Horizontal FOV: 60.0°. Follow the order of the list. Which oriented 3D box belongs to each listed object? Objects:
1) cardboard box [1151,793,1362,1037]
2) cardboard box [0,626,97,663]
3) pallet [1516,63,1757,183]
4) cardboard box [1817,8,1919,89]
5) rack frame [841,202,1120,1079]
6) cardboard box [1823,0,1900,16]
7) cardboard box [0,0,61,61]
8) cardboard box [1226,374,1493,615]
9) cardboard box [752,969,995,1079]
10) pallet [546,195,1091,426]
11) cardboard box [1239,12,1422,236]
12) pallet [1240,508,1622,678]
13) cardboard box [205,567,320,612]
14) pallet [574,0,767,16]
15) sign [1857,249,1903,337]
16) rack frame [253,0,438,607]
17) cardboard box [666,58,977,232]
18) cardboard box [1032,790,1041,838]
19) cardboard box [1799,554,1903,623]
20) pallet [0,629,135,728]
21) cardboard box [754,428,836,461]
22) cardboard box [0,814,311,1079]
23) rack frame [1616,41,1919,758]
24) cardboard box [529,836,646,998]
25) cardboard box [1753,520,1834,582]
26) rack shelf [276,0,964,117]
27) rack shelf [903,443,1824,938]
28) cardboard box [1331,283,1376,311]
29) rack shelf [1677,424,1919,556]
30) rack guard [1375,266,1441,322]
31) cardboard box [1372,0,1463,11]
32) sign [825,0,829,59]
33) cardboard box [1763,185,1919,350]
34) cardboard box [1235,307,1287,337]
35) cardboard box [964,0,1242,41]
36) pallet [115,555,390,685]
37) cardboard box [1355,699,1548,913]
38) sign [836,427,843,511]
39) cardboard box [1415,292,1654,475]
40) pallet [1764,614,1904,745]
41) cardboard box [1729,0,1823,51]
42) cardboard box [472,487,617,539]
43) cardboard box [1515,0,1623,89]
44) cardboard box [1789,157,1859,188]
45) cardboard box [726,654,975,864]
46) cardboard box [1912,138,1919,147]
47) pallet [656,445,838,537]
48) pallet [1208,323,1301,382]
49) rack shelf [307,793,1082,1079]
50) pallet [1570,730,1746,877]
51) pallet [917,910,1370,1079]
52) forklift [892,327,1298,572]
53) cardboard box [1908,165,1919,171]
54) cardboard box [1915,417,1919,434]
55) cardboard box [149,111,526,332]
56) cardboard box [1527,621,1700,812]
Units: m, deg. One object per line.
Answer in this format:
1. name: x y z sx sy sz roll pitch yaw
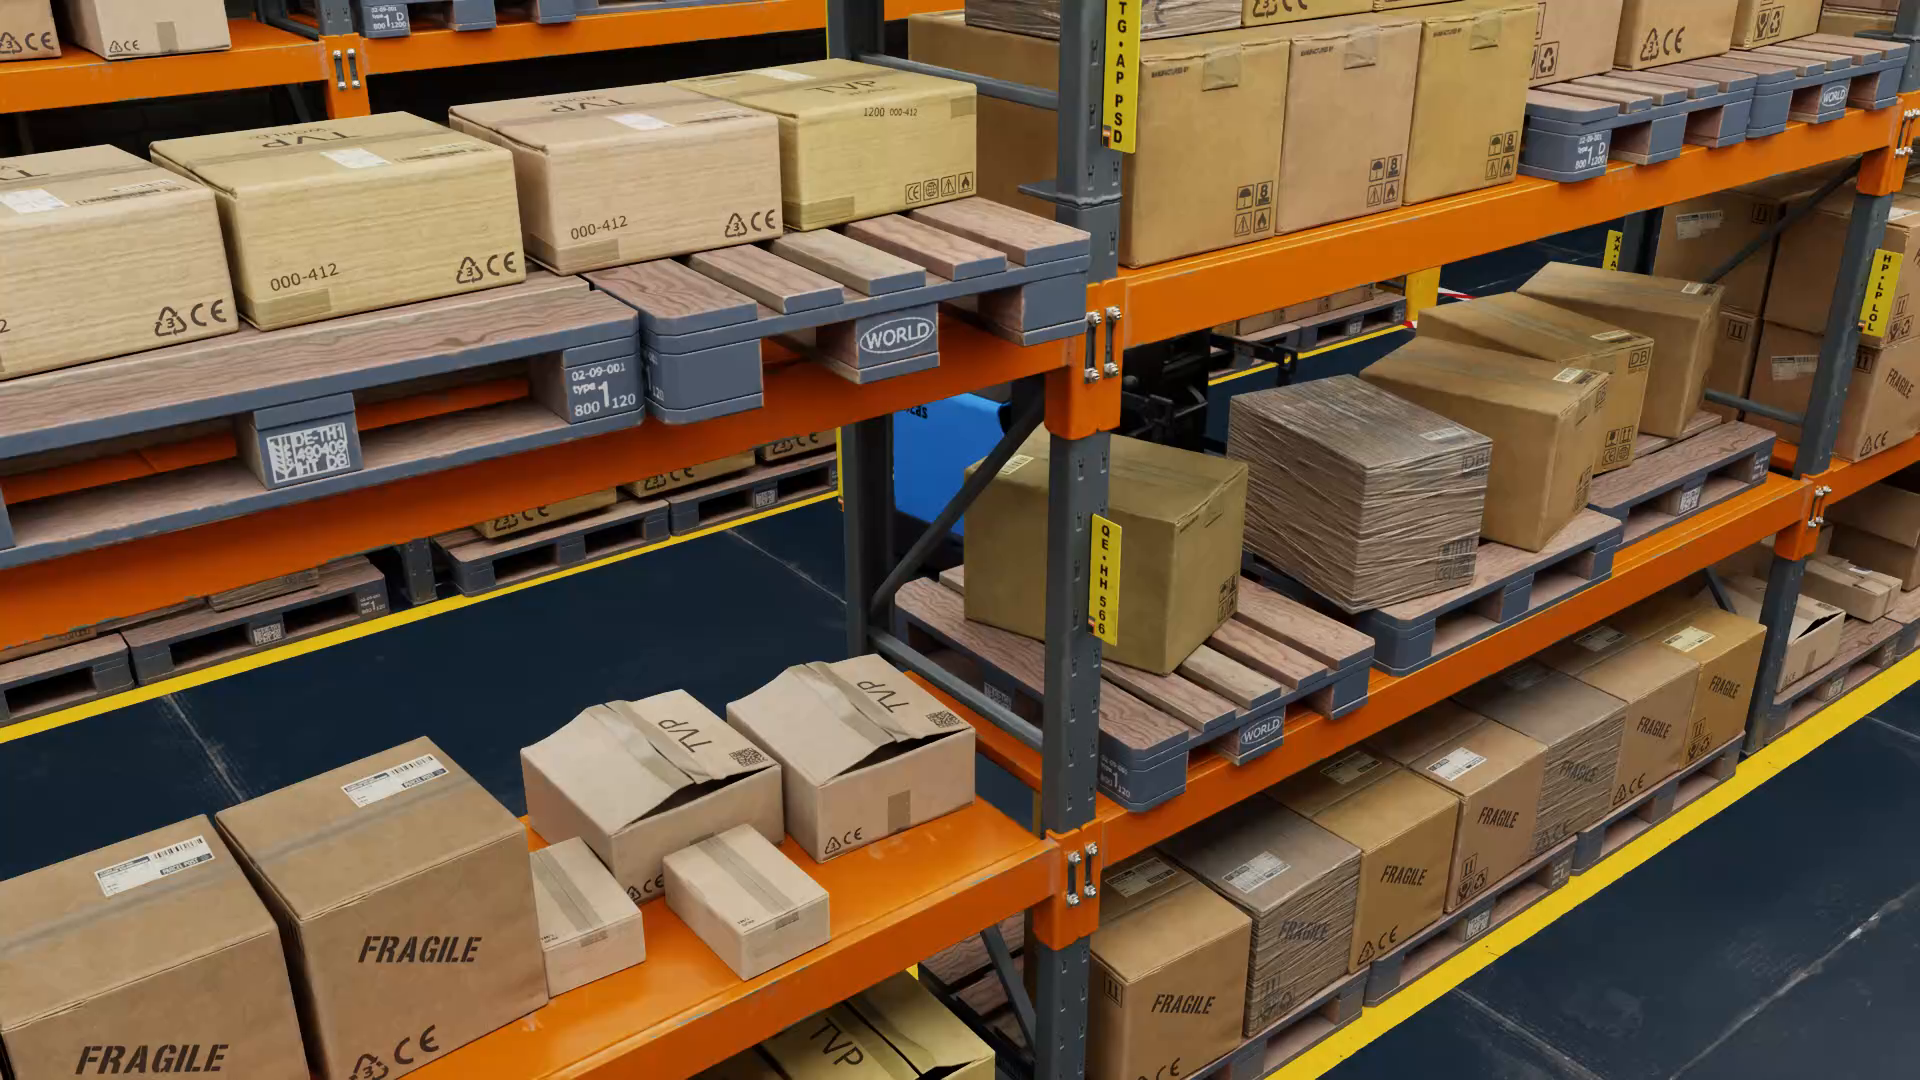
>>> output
1. cardboard box: 0.954 1.215 5.515 0.500 0.500 0.500 -20 31 -36
2. cardboard box: -4.434 0.175 7.757 0.500 0.500 0.700 -18 31 -34
3. pallet: 1.788 -1.455 5.483 1.003 0.211 1.213 -18 31 -34
4. cardboard box: 3.694 -1.934 6.468 0.500 0.250 0.500 -18 31 -34
5. rack frame: 0.011 0.442 4.734 0.127 3.000 1.000 -18 31 -34
6. cardboard box: 3.694 -2.160 6.362 0.500 0.250 0.500 -18 31 -34
7. cardboard box: -4.126 -2.308 6.951 0.637 0.503 0.797 -14 28 -27
8. cardboard box: 1.274 -0.169 5.433 0.500 0.500 0.700 -12 28 -24
9. cardboard box: -0.249 1.462 4.637 0.500 0.311 0.500 -17 30 -33
10. pallet: -0.468 -0.627 3.698 1.003 0.211 1.213 -17 30 -32
11. cardboard box: 0.735 -1.221 4.635 0.500 0.500 0.910 -18 31 -34
12. pallet: 1.538 0.023 5.866 1.213 0.211 1.003 -18 31 -34
13. cardboard box: -3.583 -0.059 8.261 0.500 0.500 0.700 -18 30 -33
14. pallet: -1.697 -2.949 8.702 1.213 0.211 1.003 -17 30 -32
15. sign: 3.504 -0.939 6.335 0.005 0.325 0.100 -18 31 -34
16. rack frame: -3.049 -1.198 8.267 0.127 3.000 1.000 -18 31 -34
17. cardboard box: -0.312 -0.904 3.751 0.500 0.250 0.500 -21 32 -38
18. cardboard box: 0.602 1.056 5.858 0.500 0.500 0.500 -17 30 -32
19. cardboard box: 4.297 0.224 8.048 0.250 0.166 0.380 -18 31 -34
20. pallet: -4.624 0.585 7.739 1.213 0.211 1.003 -18 31 -34
21. cardboard box: -1.030 -1.008 9.914 0.750 0.750 0.750 -17 30 -33
22. cardboard box: -1.714 0.975 3.467 0.500 0.500 0.500 -18 30 -34
23. rack frame: 3.158 -0.597 6.972 0.127 3.000 1.000 -18 31 -34
24. cardboard box: -0.958 0.906 4.032 0.250 0.149 0.380 -16 29 -30
25. cardboard box: 4.022 -0.013 8.387 0.500 0.311 0.500 -18 31 -34
26. rack shelf: -1.475 -2.751 8.907 4.000 0.370 1.077 -18 31 -34
27. rack shelf: 1.585 0.249 6.004 4.000 0.370 1.077 -18 31 -34
28. cardboard box: 2.757 -2.117 12.720 0.500 0.500 0.700 -18 31 -34
29. rack shelf: 4.732 -0.790 8.243 4.000 0.370 1.077 -18 31 -34
30. rack guard: 3.265 -2.148 13.285 0.348 0.500 1.175 -18 31 -34
31. cardboard box: 1.161 -1.793 4.681 0.500 0.500 0.500 -18 31 -34
32. sign: -0.322 -1.333 4.382 0.005 0.325 0.100 -18 31 -34
33. cardboard box: 3.703 -1.125 6.804 0.500 0.500 0.500 -17 30 -33
34. cardboard box: 1.968 -1.857 12.158 0.500 0.500 0.700 -19 31 -36
35. cardboard box: 0.358 -1.528 4.110 0.500 0.500 0.500 -18 31 -34
36. pallet: -3.665 0.270 8.418 1.213 0.211 1.003 -18 31 -34
37. cardboard box: 1.759 0.949 6.088 0.500 0.500 0.500 -19 31 -36
38. sign: -0.331 -0.224 4.889 0.005 0.325 0.100 -18 31 -34
39. cardboard box: 2.146 -0.584 6.327 0.500 0.500 0.700 -13 28 -26
40. pallet: 3.699 0.490 7.943 1.213 0.211 1.003 -18 31 -34
41. cardboard box: 2.717 -2.132 5.981 0.600 0.600 0.600 -22 33 -39
42. cardboard box: -2.389 -0.561 8.949 0.750 0.750 0.750 -19 31 -35
43. cardboard box: 1.669 -1.785 5.233 0.600 0.600 0.600 -20 31 -36
44. cardboard box: 3.798 -1.447 7.497 0.500 0.500 0.500 -19 31 -35
45. cardboard box: -0.302 0.563 4.580 0.500 0.311 0.500 -16 29 -31
46. cardboard box: 4.592 -1.708 8.060 0.500 0.500 0.500 -19 31 -34
47. pallet: -1.423 -0.428 9.921 1.213 0.211 1.003 -18 31 -34
48. pallet: 1.706 -1.462 12.150 1.213 0.211 1.003 -18 31 -34
49. rack shelf: -1.563 1.288 3.766 4.000 0.370 1.077 -18 31 -34
50. pallet: 2.542 0.892 7.077 1.213 0.211 1.003 -18 31 -34
51. pallet: 0.622 1.526 5.711 1.213 0.211 1.003 -18 31 -34
52. forklift: 1.041 -0.953 7.822 3.031 2.935 1.130 22 33 39
53. cardboard box: 4.513 -1.392 7.380 0.500 0.500 0.500 -19 31 -35
54. cardboard box: 4.129 -0.818 7.331 0.500 0.500 0.500 -18 30 -33
55. cardboard box: -1.170 -0.617 3.133 0.500 0.250 0.500 -19 31 -35
56. cardboard box: 2.553 0.686 6.655 0.500 0.500 0.500 -18 30 -34
